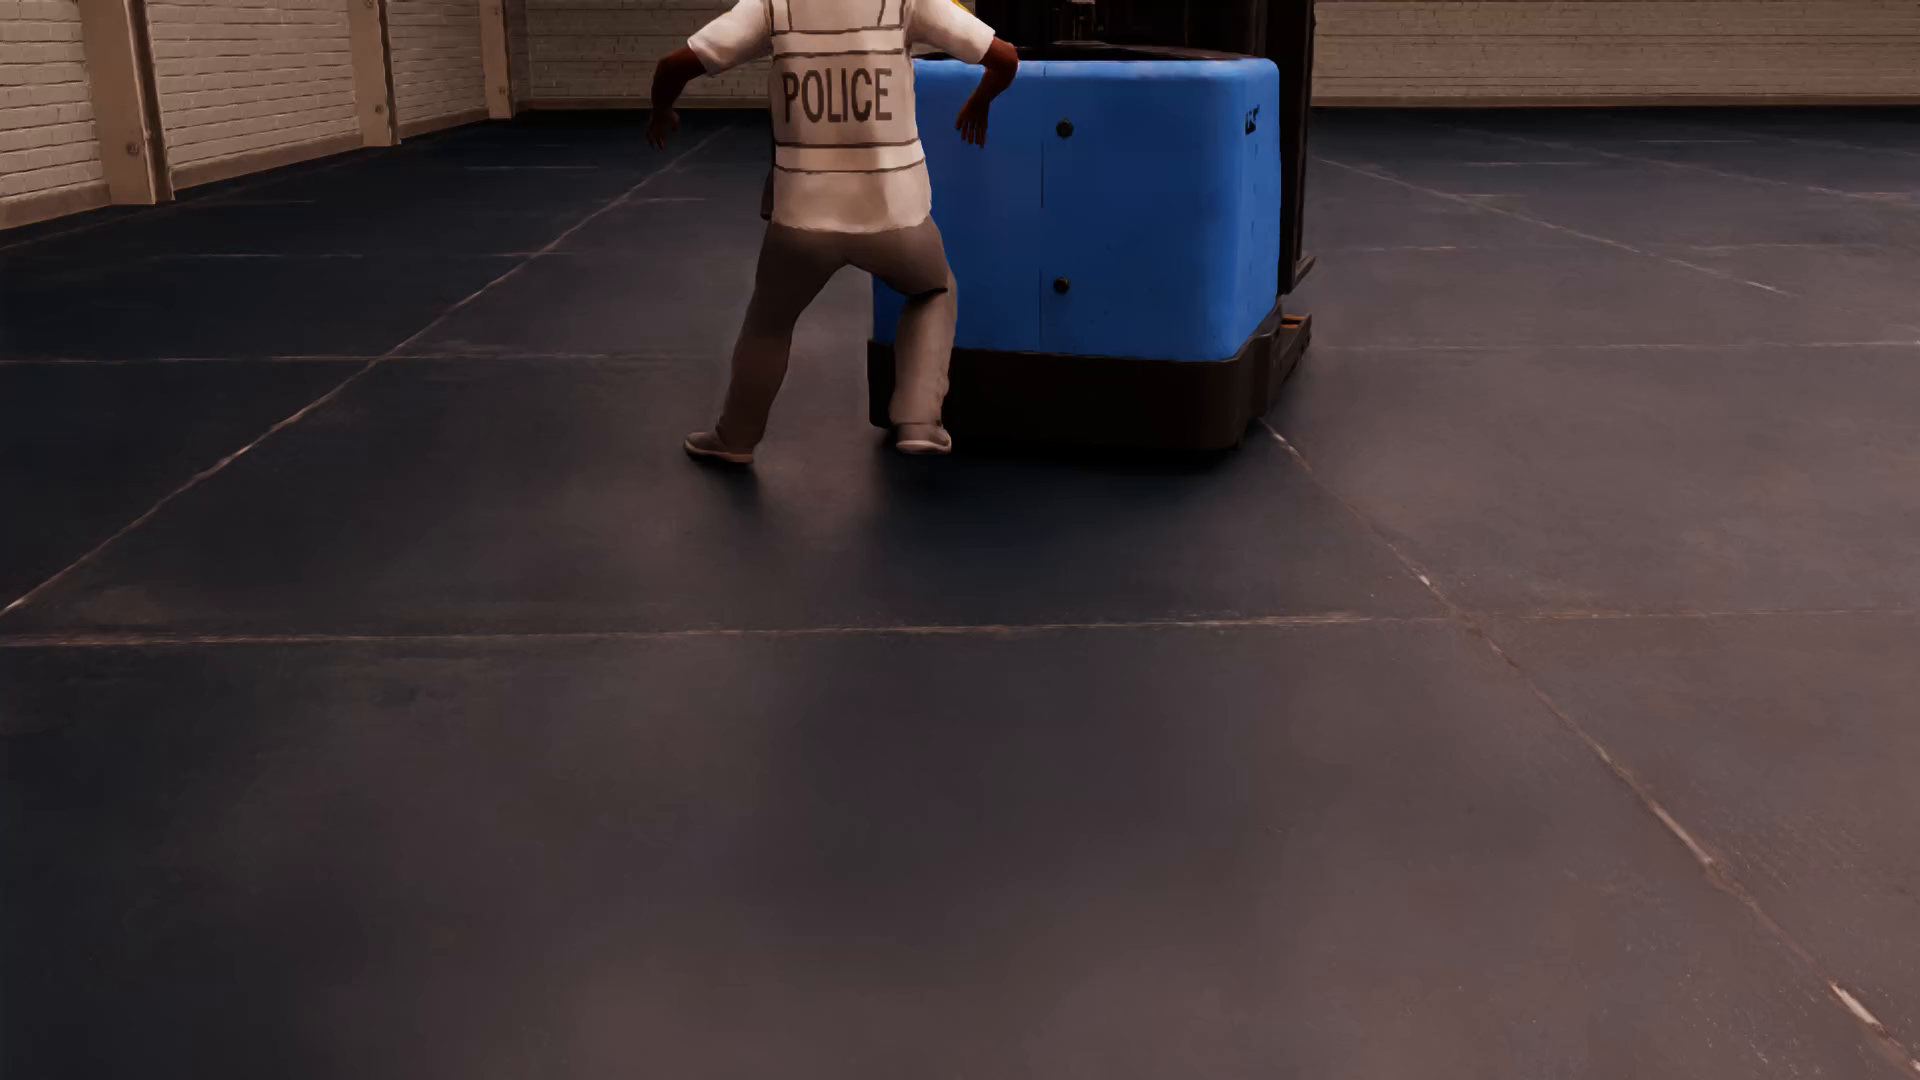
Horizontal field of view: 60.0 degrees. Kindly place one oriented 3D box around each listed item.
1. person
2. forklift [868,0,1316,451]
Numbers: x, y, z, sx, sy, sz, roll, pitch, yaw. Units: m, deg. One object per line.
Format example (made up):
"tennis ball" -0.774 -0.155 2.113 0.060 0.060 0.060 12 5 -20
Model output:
"person" -0.327 -0.869 4.196 0.952 1.524 0.722 1 17 3
"forklift" 0.657 -2.033 5.553 1.130 2.935 3.031 5 18 16
